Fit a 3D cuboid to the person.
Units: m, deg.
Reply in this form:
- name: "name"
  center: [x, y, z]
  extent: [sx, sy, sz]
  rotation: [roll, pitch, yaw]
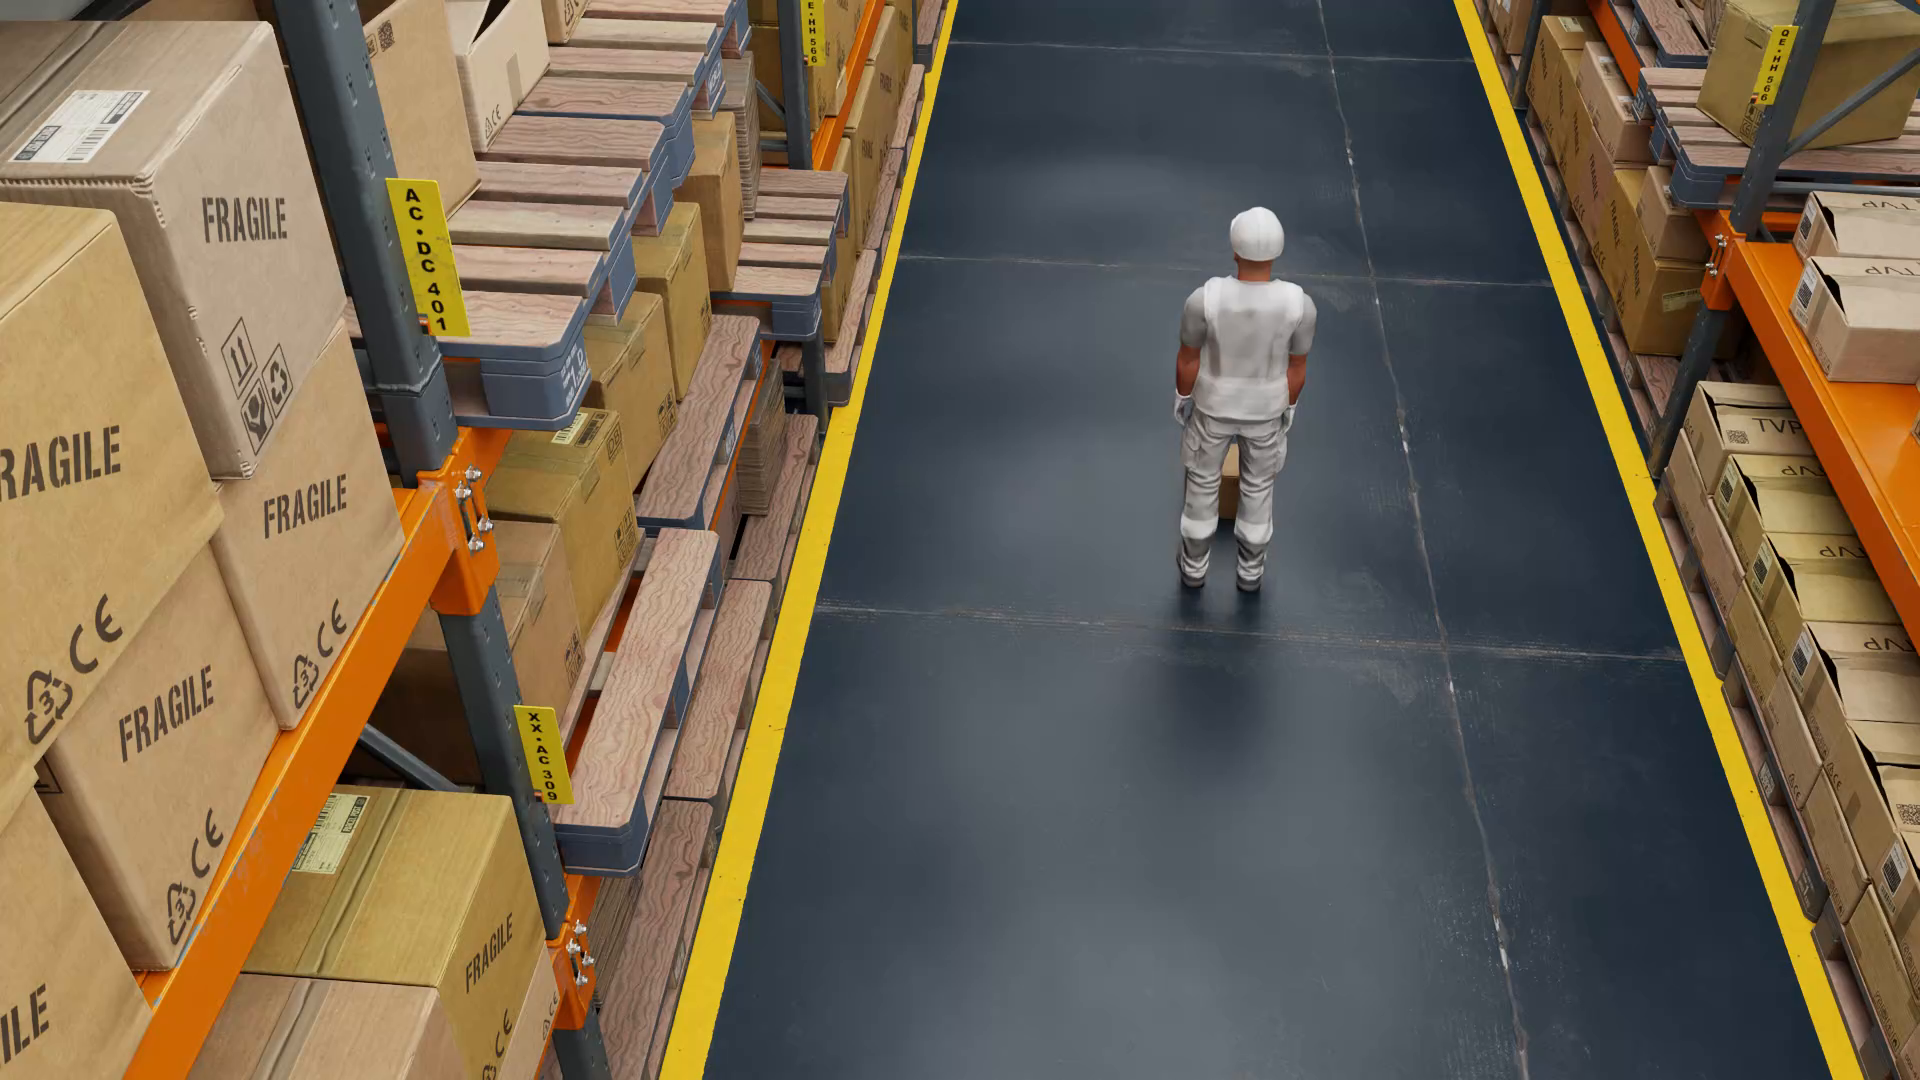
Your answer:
- name: "person"
  center: [1.131, -0.553, 6.804]
  extent: [0.524, 1.785, 0.335]
  rotation: [4, 40, 5]
